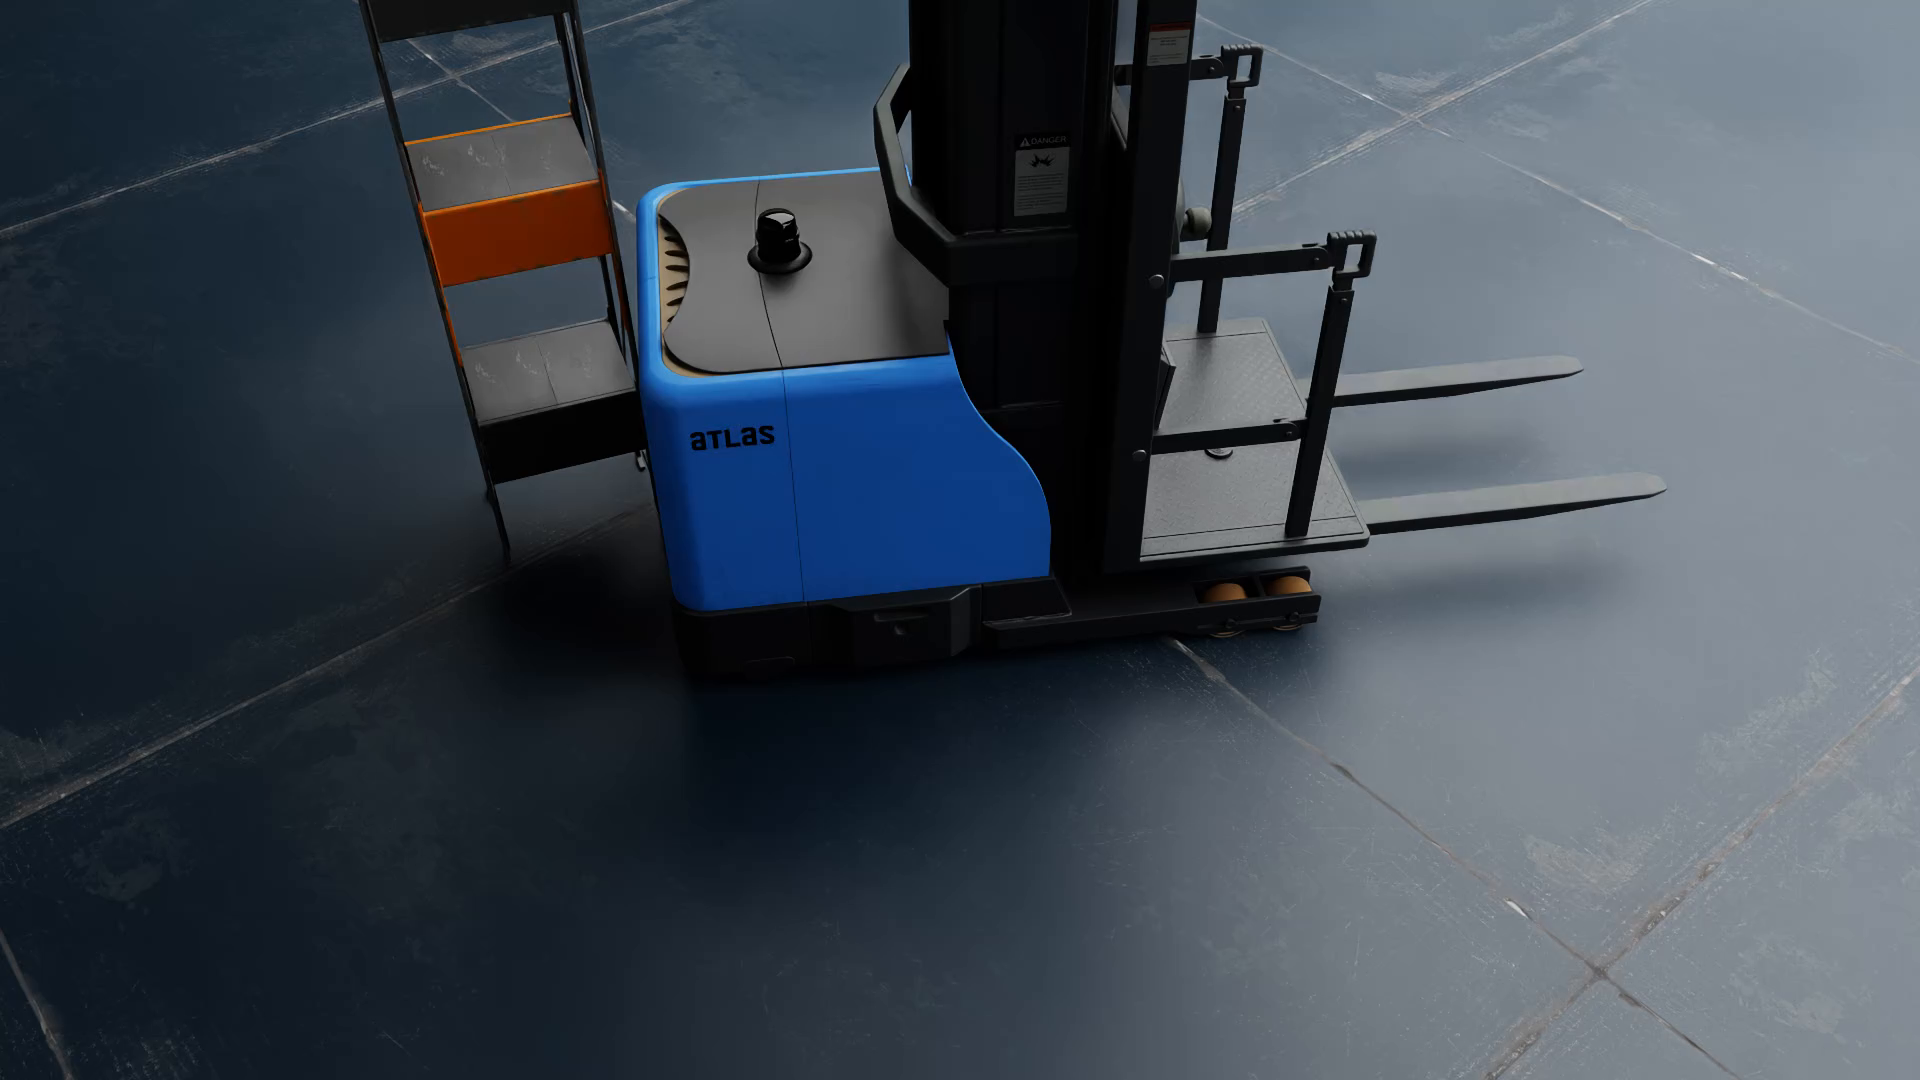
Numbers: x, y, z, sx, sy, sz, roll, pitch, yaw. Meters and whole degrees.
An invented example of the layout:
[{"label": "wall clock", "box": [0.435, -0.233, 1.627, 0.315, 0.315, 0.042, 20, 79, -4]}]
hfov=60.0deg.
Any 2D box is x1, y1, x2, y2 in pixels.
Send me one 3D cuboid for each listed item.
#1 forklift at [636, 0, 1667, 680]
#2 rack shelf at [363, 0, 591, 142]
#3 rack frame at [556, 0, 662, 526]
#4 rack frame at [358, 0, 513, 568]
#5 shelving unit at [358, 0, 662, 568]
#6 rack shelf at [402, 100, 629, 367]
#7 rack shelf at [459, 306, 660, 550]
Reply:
[{"label": "forklift", "box": [0.622, -1.133, 4.315, 3.031, 2.935, 1.130, -6, 44, -6]}, {"label": "rack shelf", "box": [-1.244, -1.370, 4.170, 0.480, 0.518, 0.431, -15, 45, -15]}, {"label": "rack frame", "box": [-1.013, -0.929, 4.701, 0.015, 2.100, 0.400, -15, 45, -15]}, {"label": "rack frame", "box": [-1.469, -0.809, 4.576, 0.015, 2.100, 0.400, -15, 45, -15]}, {"label": "shelving unit", "box": [-1.241, -0.869, 4.638, 0.503, 2.100, 0.431, -15, 45, -15]}, {"label": "rack shelf", "box": [-1.241, -0.859, 4.648, 0.480, 0.518, 0.431, -15, 45, -15]}, {"label": "rack shelf", "box": [-1.237, -0.347, 5.126, 0.480, 0.518, 0.431, -15, 45, -15]}]
